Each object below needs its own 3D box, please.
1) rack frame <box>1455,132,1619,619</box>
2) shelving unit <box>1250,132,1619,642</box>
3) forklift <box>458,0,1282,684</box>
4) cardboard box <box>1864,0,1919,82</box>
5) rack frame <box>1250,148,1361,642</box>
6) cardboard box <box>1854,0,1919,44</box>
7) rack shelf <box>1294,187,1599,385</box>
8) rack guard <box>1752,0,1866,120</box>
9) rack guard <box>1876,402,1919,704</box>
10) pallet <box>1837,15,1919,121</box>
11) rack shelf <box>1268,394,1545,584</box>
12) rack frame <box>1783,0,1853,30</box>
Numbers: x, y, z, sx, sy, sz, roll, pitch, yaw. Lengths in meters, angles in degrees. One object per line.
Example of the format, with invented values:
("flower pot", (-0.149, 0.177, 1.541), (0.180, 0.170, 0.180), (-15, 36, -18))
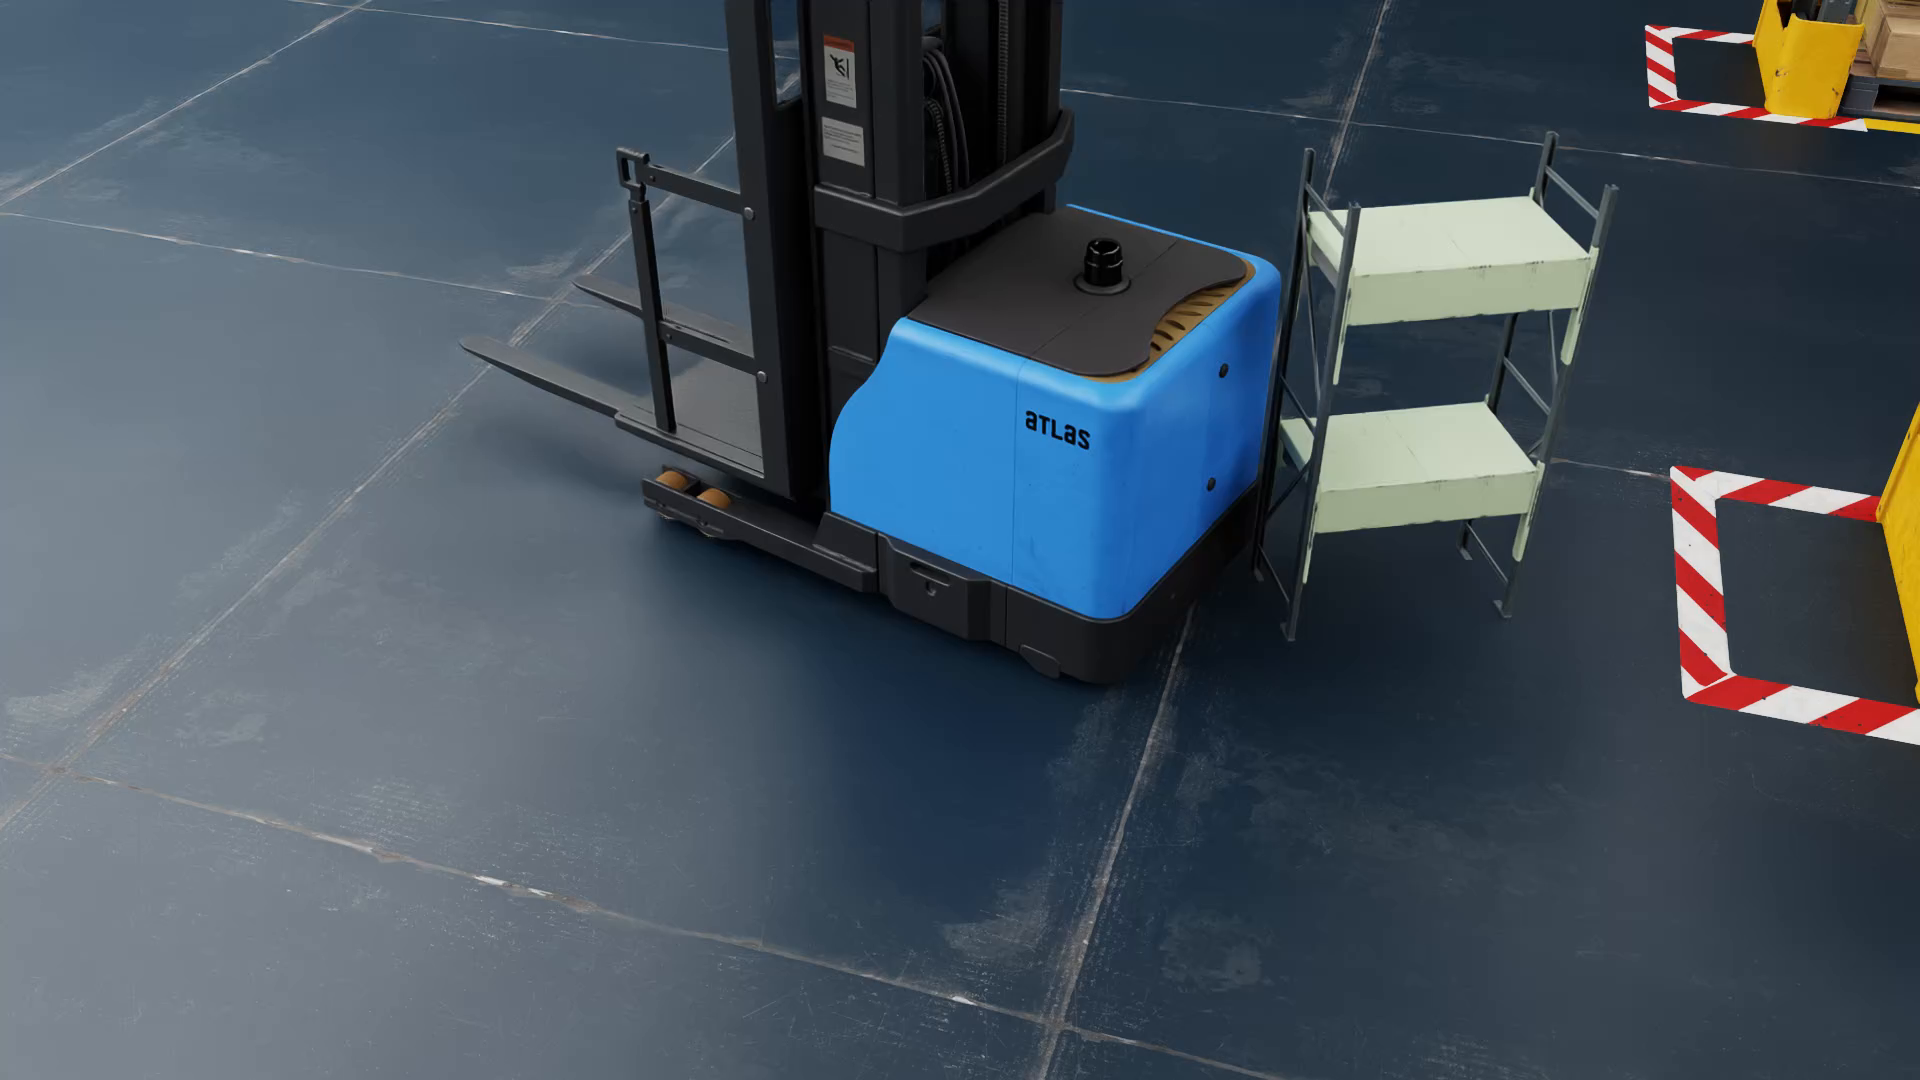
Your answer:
("rack frame", (1.747, -0.465, 5.117), (0.023, 1.500, 0.400), (-6, 37, -7))
("shelving unit", (1.385, -0.430, 5.069), (0.755, 1.500, 0.431), (-6, 37, -7))
("forklift", (-0.501, -1.425, 5.213), (3.031, 2.935, 1.130), (22, 42, 27))
("cardboard box", (5.087, -2.609, 8.730), (0.500, 0.250, 0.500), (10, 38, 14))
("rack frame", (1.024, -0.395, 5.022), (0.023, 1.500, 0.400), (-6, 37, -7))
("cardboard box", (5.242, -2.902, 9.128), (0.500, 0.250, 0.500), (10, 38, 14))
("rack shelf", (1.385, -0.744, 4.838), (0.720, 0.370, 0.431), (-6, 37, -7))
("rack guard", (4.619, -2.765, 9.086), (0.348, 0.500, 1.175), (10, 38, 14))
("rack guard", (3.248, 0.028, 5.291), (0.348, 0.500, 1.175), (10, 38, 14))
("pallet", (5.384, -2.533, 9.014), (1.213, 0.211, 1.003), (10, 38, 14))
("rack shelf", (1.385, -0.168, 5.262), (0.720, 0.370, 0.431), (-6, 37, -7))
("rack frame", (4.642, -3.768, 8.339), (0.127, 3.000, 1.000), (10, 38, 14))
